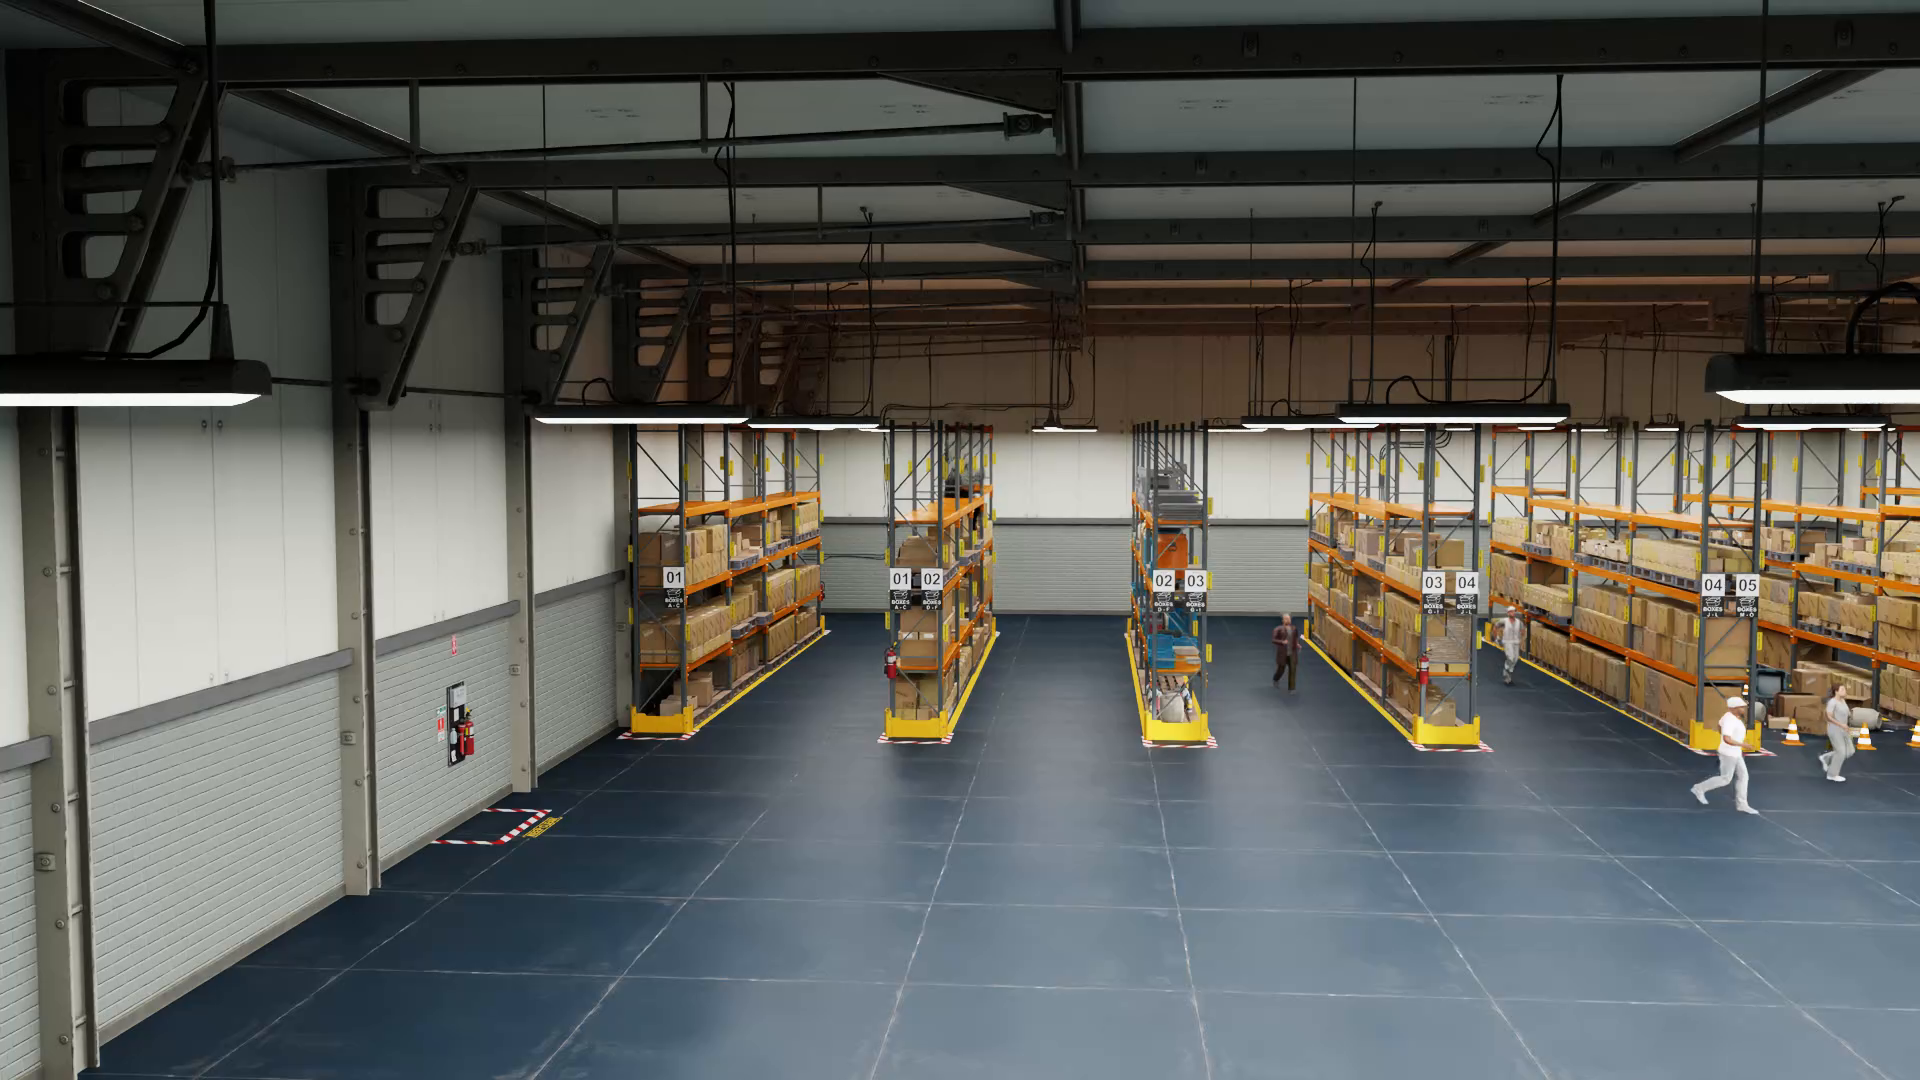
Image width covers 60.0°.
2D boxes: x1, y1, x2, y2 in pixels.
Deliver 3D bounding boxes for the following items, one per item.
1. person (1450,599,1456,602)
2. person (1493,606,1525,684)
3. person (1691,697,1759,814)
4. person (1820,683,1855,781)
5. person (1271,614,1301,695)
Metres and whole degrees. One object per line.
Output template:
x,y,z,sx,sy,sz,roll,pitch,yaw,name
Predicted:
13.918,1.943,47.309,0.544,1.601,0.681,-1,4,-17,person
12.658,2.412,38.183,0.641,1.785,0.701,0,4,-7,person
11.633,3.247,25.246,0.934,1.761,0.681,2,4,33,person
14.514,3.164,27.525,0.605,1.626,0.595,-3,4,-36,person
7.211,2.508,36.721,0.716,1.755,1.011,-1,4,-9,person
